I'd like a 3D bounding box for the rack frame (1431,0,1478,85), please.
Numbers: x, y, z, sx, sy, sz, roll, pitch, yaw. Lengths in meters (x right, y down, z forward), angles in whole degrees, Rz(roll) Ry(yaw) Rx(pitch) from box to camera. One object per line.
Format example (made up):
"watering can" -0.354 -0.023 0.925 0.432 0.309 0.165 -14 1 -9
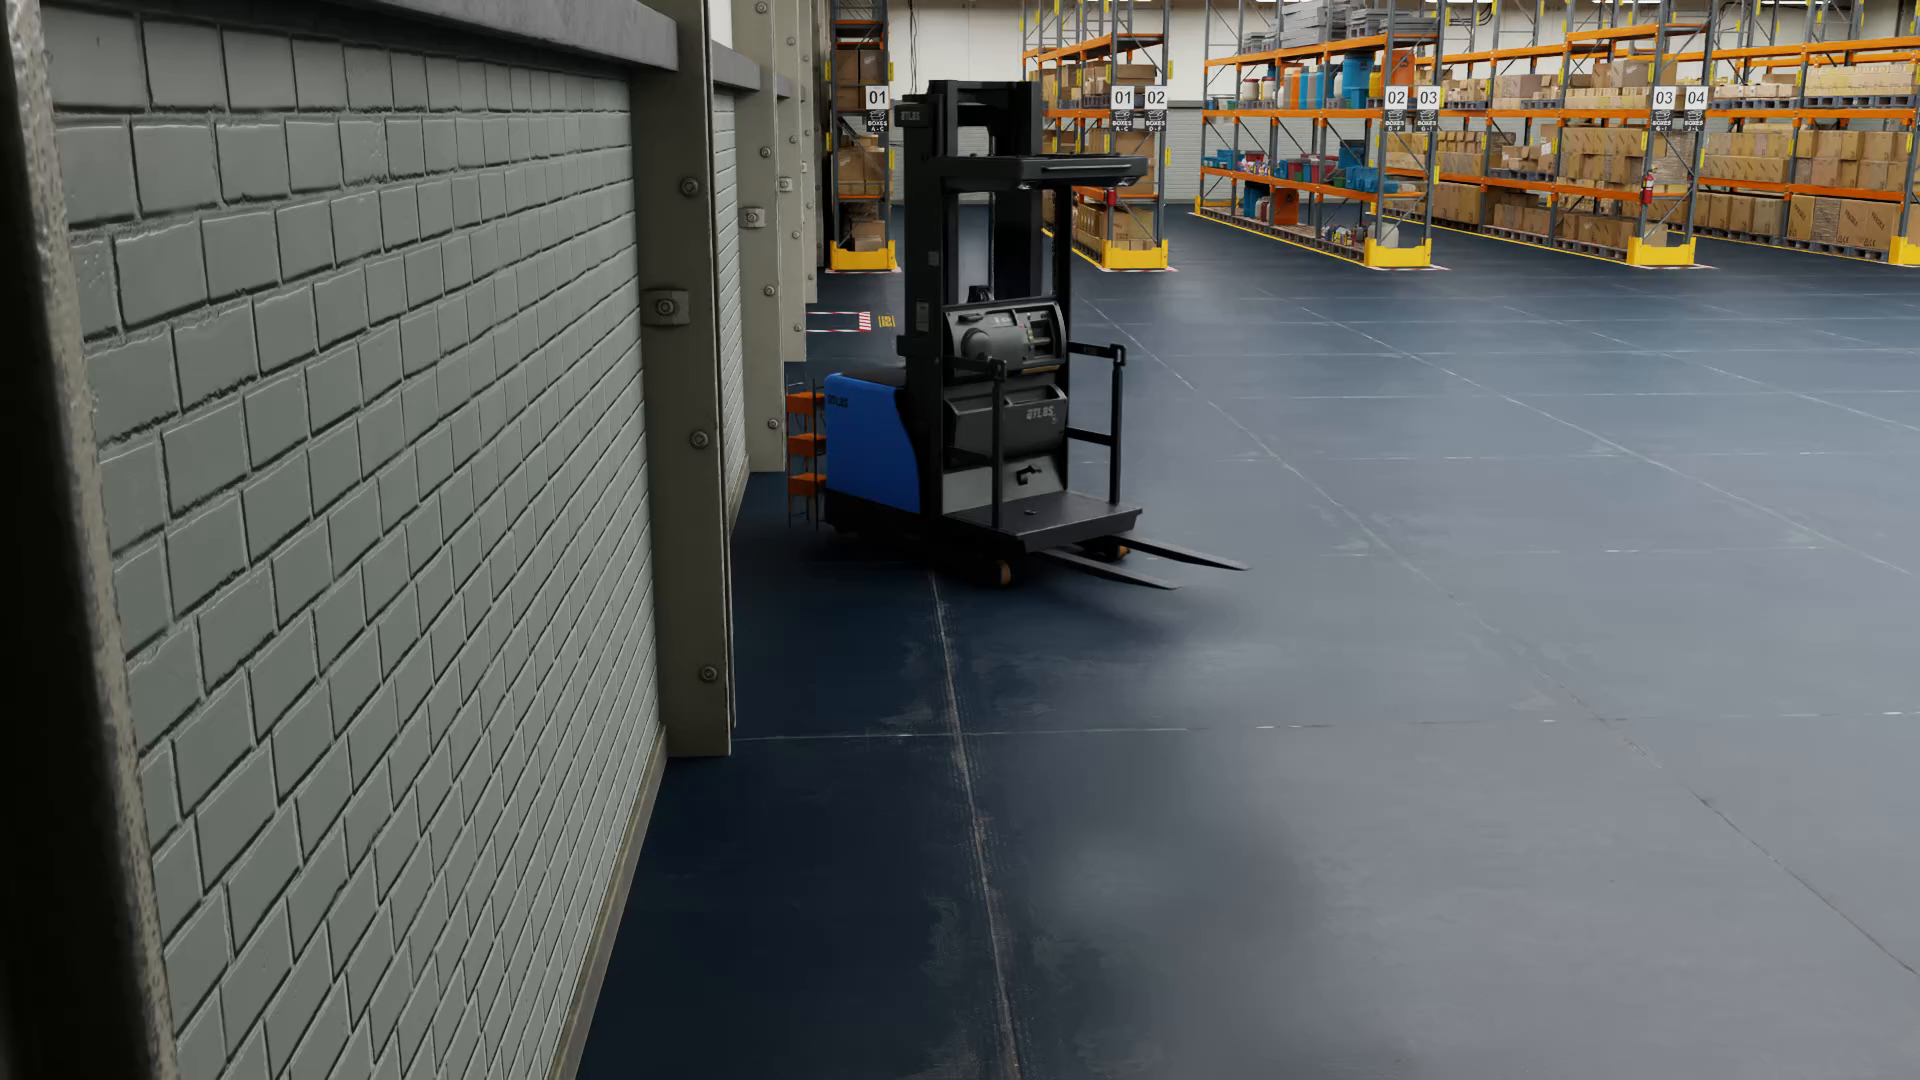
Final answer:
"rack frame" 12.326 -12.477 41.458 1.000 3.000 0.127 -1 14 -3

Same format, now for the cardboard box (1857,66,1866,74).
"cardboard box" 17.572 -9.065 32.080 0.380 0.149 0.250 -1 14 -3

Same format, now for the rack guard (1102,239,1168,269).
"rack guard" 3.183 -5.218 30.304 1.175 0.500 0.348 -1 14 -3

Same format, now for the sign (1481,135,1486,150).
"sign" 12.020 -9.128 38.159 0.100 0.325 0.005 -1 14 -3

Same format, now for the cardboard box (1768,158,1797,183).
"cardboard box" 22.396 -9.111 40.217 11.021 0.500 10.274 -1 14 -4

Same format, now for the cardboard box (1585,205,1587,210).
"cardboard box" 16.905 -8.861 44.324 0.380 0.149 0.250 -1 14 -2

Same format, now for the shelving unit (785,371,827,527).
"shelving unit" -1.009 -0.597 11.241 0.249 1.050 0.215 10 18 35

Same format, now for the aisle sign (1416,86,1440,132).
"aisle sign" 8.423 -7.756 29.934 0.394 0.787 0.004 -1 14 -3

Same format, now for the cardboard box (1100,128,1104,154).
"cardboard box" 3.061 -7.622 31.824 0.700 0.500 0.500 -1 14 -3

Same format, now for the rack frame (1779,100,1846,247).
"rack frame" 17.778 -7.633 34.673 1.000 3.000 0.127 -1 14 -3

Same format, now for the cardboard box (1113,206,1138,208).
"cardboard box" 3.235 -6.304 32.677 0.500 0.500 0.500 -1 14 -3

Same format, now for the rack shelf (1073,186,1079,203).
"rack shelf" 2.810 -7.579 35.905 1.077 0.370 4.000 -1 14 -3

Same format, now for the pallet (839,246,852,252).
"pallet" -1.854 -5.531 32.100 1.003 0.211 1.213 -1 14 -3

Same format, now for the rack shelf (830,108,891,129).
"rack shelf" -1.886 -7.959 31.364 1.077 0.370 4.000 -1 14 -3

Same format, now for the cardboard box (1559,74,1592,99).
"cardboard box" 12.891 -9.406 34.495 0.797 0.503 0.637 -2 15 -6

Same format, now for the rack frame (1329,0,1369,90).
"rack frame" 7.881 -10.411 33.429 0.949 2.616 0.053 -1 14 -3

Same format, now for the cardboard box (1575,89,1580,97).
"cardboard box" 12.619 -9.004 33.483 0.380 0.149 0.250 -2 15 -6

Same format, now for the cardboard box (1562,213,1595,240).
"cardboard box" 12.806 -6.474 34.343 0.500 0.500 0.500 -1 14 -5

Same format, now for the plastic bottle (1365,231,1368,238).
"plastic bottle" 8.138 -6.077 33.193 0.061 0.283 0.133 -1 14 -3

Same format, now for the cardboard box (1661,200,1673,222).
"cardboard box" 17.200 -7.909 39.921 0.500 0.500 0.500 0 14 -1

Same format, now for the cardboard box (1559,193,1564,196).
"cardboard box" 16.728 -9.593 45.974 0.380 0.149 0.250 -2 15 -6

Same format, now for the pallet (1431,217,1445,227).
"pallet" 12.449 -8.030 41.812 1.003 0.211 1.213 -1 14 -3

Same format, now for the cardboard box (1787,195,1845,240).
"cardboard box" 17.747 -6.650 34.273 0.875 0.875 0.875 -1 14 -3

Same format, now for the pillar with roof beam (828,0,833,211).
"pillar with roof beam" 0.513 -13.967 47.249 9.100 9.000 0.400 -1 14 -3

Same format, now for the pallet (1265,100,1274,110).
"pallet" 7.681 -10.053 38.437 1.003 0.211 1.213 -1 14 -3

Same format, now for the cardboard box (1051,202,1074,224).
"cardboard box" 2.394 -7.656 38.895 0.500 0.500 0.500 0 14 -1

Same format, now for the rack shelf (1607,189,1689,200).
"rack shelf" 12.946 -6.830 32.605 0.919 0.124 3.809 -1 14 -3

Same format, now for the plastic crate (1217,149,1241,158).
"plastic crate" 7.342 -10.455 45.451 0.616 0.435 0.499 -1 14 -3

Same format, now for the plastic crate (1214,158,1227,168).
"plastic crate" 6.922 -9.969 43.967 0.416 0.233 0.300 -1 14 -3

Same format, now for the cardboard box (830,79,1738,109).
"cardboard box" 7.869 -9.124 34.226 20.217 0.510 10.029 0 14 1

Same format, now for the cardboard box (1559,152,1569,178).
"cardboard box" 12.788 -7.661 33.985 0.875 0.500 0.500 -1 14 -3

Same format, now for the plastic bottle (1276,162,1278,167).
"plastic bottle" 7.683 -9.025 40.343 0.097 0.271 0.097 0 14 0

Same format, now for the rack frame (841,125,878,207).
"rack frame" -2.505 -9.342 41.314 1.000 3.000 0.127 -1 14 -3

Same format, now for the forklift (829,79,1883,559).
"forklift" 13.713 -6.826 31.224 49.673 3.159 19.070 -12 19 -39

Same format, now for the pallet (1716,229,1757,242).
"pallet" 17.577 -6.777 36.944 1.003 0.211 1.213 -1 14 -3

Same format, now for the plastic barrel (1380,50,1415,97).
"plastic barrel" 7.969 -8.493 30.292 0.600 0.830 0.708 -1 14 -3

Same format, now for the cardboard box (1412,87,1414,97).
"cardboard box" 12.159 -11.921 44.074 0.700 0.500 0.500 -2 15 -7

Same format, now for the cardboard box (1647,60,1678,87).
"cardboard box" 13.247 -8.847 31.572 0.500 0.500 0.500 -1 14 -4

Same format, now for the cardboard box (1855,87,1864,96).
"cardboard box" 17.573 -8.678 32.175 0.380 0.149 0.250 -1 14 -3

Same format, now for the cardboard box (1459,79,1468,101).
"cardboard box" 12.426 -10.790 39.874 0.797 0.503 0.637 -1 14 -4

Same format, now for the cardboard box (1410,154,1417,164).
"cardboard box" 12.002 -9.877 43.099 0.500 0.250 0.500 0 14 -2

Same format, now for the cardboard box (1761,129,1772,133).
"cardboard box" 21.825 -10.748 44.571 0.500 0.500 0.500 -1 14 -3

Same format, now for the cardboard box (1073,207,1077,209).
"cardboard box" 2.528 -7.048 35.948 0.500 0.311 0.500 -1 14 -4

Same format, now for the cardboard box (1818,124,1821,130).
"cardboard box" 22.424 -10.717 43.150 0.380 0.149 0.250 -1 14 -3

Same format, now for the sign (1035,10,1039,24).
"sign" 1.896 -12.811 40.727 0.100 0.325 0.005 -1 14 -3

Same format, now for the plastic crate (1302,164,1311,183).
"plastic crate" 7.499 -7.767 35.226 0.392 0.384 0.575 -1 14 -3

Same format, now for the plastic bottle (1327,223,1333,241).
"plastic bottle" 7.514 -6.228 33.646 0.144 0.351 0.185 0 14 -2

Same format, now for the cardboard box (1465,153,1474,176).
"cardboard box" 12.271 -8.868 39.272 0.500 0.500 0.500 -1 14 -4

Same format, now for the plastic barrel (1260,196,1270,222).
"plastic barrel" 7.513 -7.938 39.854 0.600 0.588 0.708 -1 14 -3

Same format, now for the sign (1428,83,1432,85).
"sign" 11.772 -11.304 41.723 0.100 0.325 0.005 -1 14 -3

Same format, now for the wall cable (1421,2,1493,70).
"wall cable" 15.168 -16.489 50.596 2.277 5.999 0.120 -1 14 -3

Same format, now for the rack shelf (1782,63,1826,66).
"rack shelf" 22.093 -12.680 44.101 0.919 0.124 3.809 -1 14 -3

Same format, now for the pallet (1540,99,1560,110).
"pallet" 12.890 -9.099 34.726 1.213 0.211 1.003 -1 14 -3
